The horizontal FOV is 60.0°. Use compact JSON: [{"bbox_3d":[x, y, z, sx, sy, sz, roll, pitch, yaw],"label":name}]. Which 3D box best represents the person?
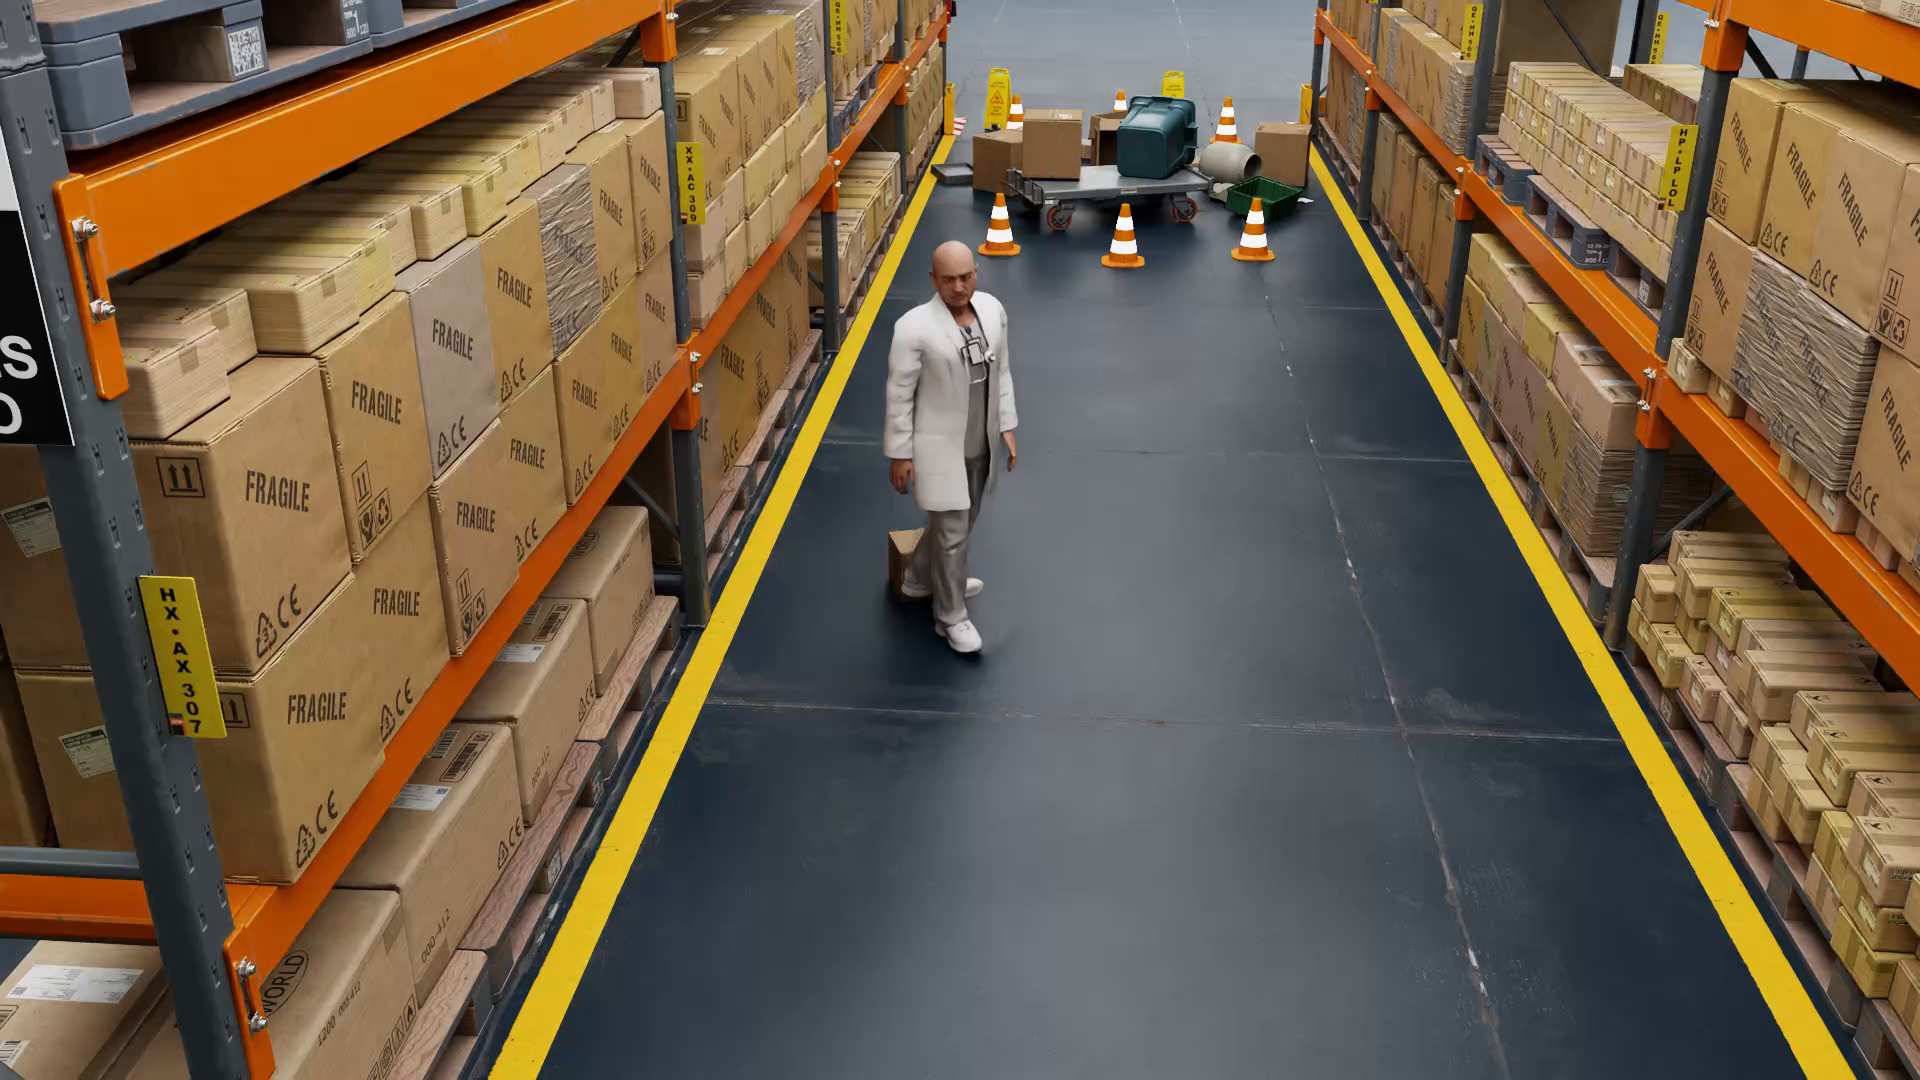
[{"bbox_3d":[-0.060,-0.421,7.056,0.616,1.769,0.665,-19,31,-37],"label":"person"}]
